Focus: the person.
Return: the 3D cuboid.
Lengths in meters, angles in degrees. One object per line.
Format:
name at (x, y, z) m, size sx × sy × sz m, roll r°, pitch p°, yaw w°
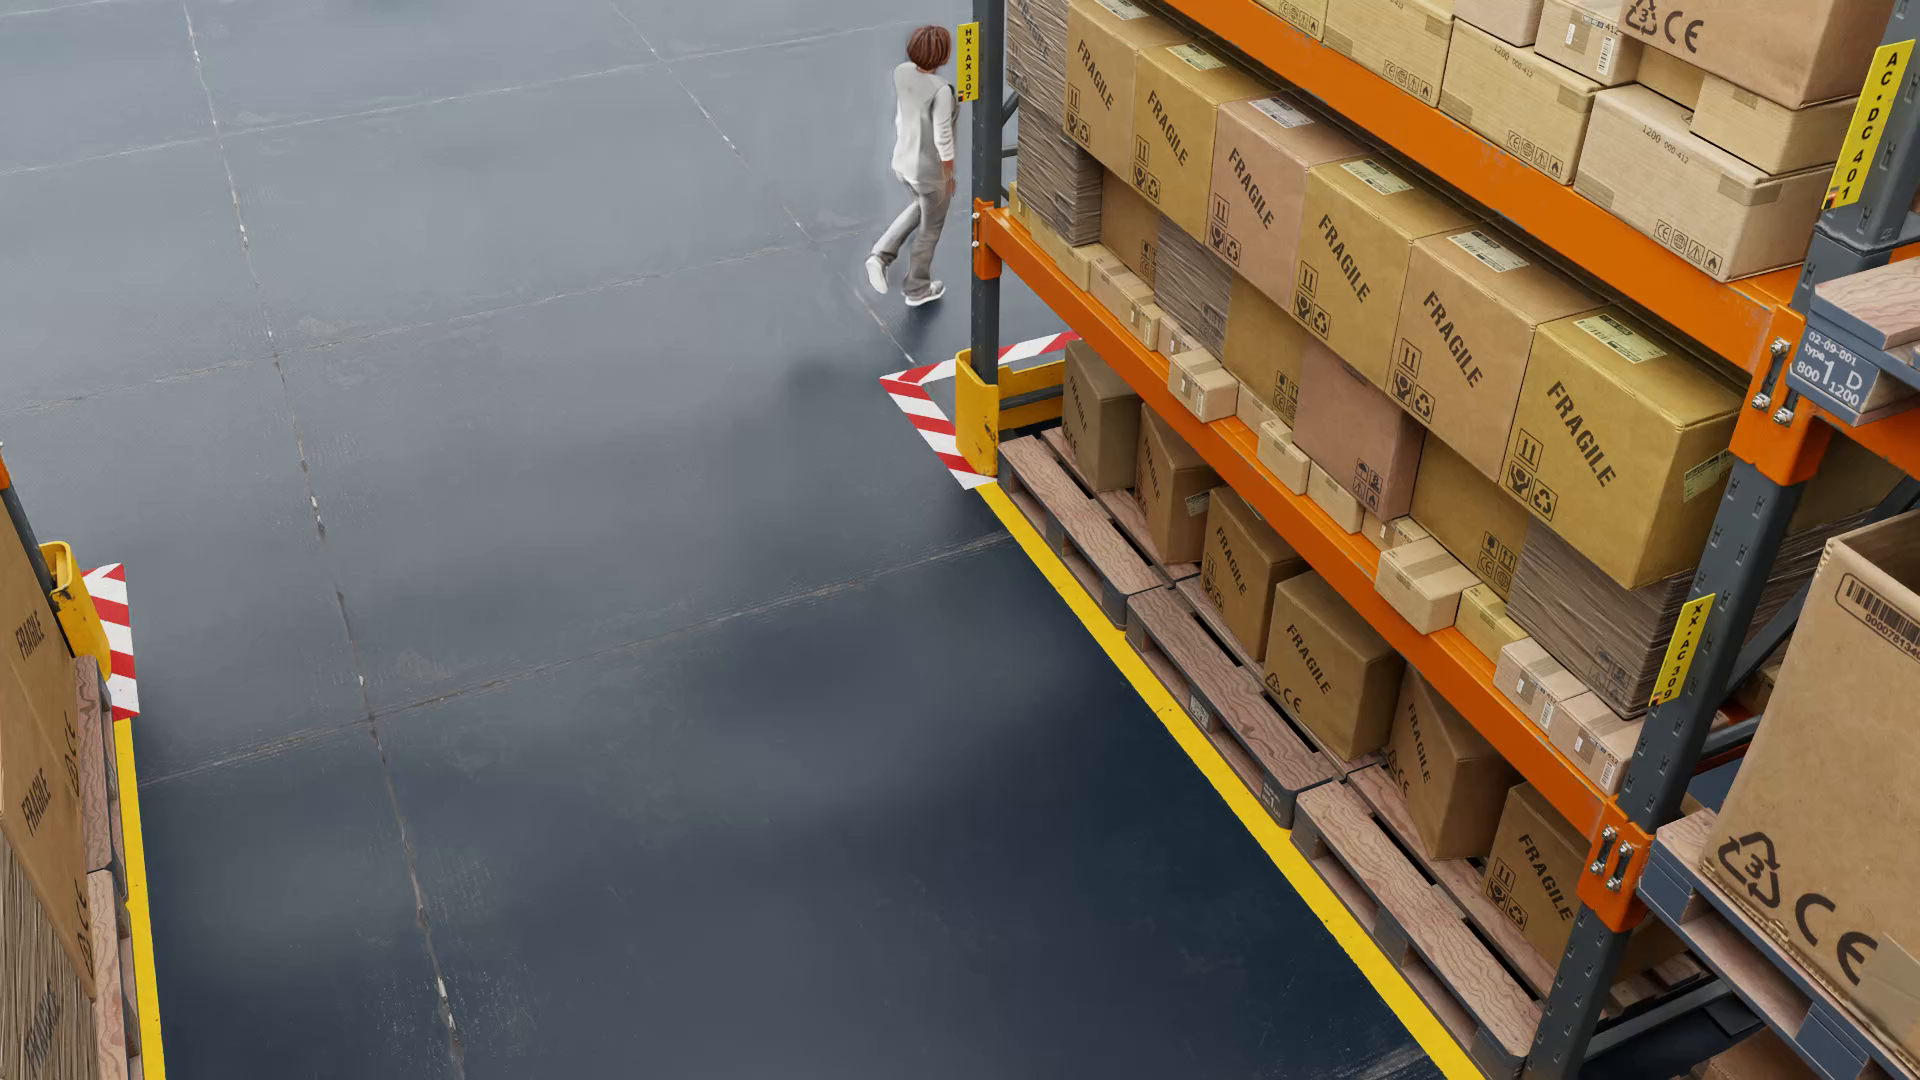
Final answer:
person at (-0.214, -1.897, 8.572) m, size 0.463 × 1.583 × 0.448 m, roll -28°, pitch 46°, yaw -31°
